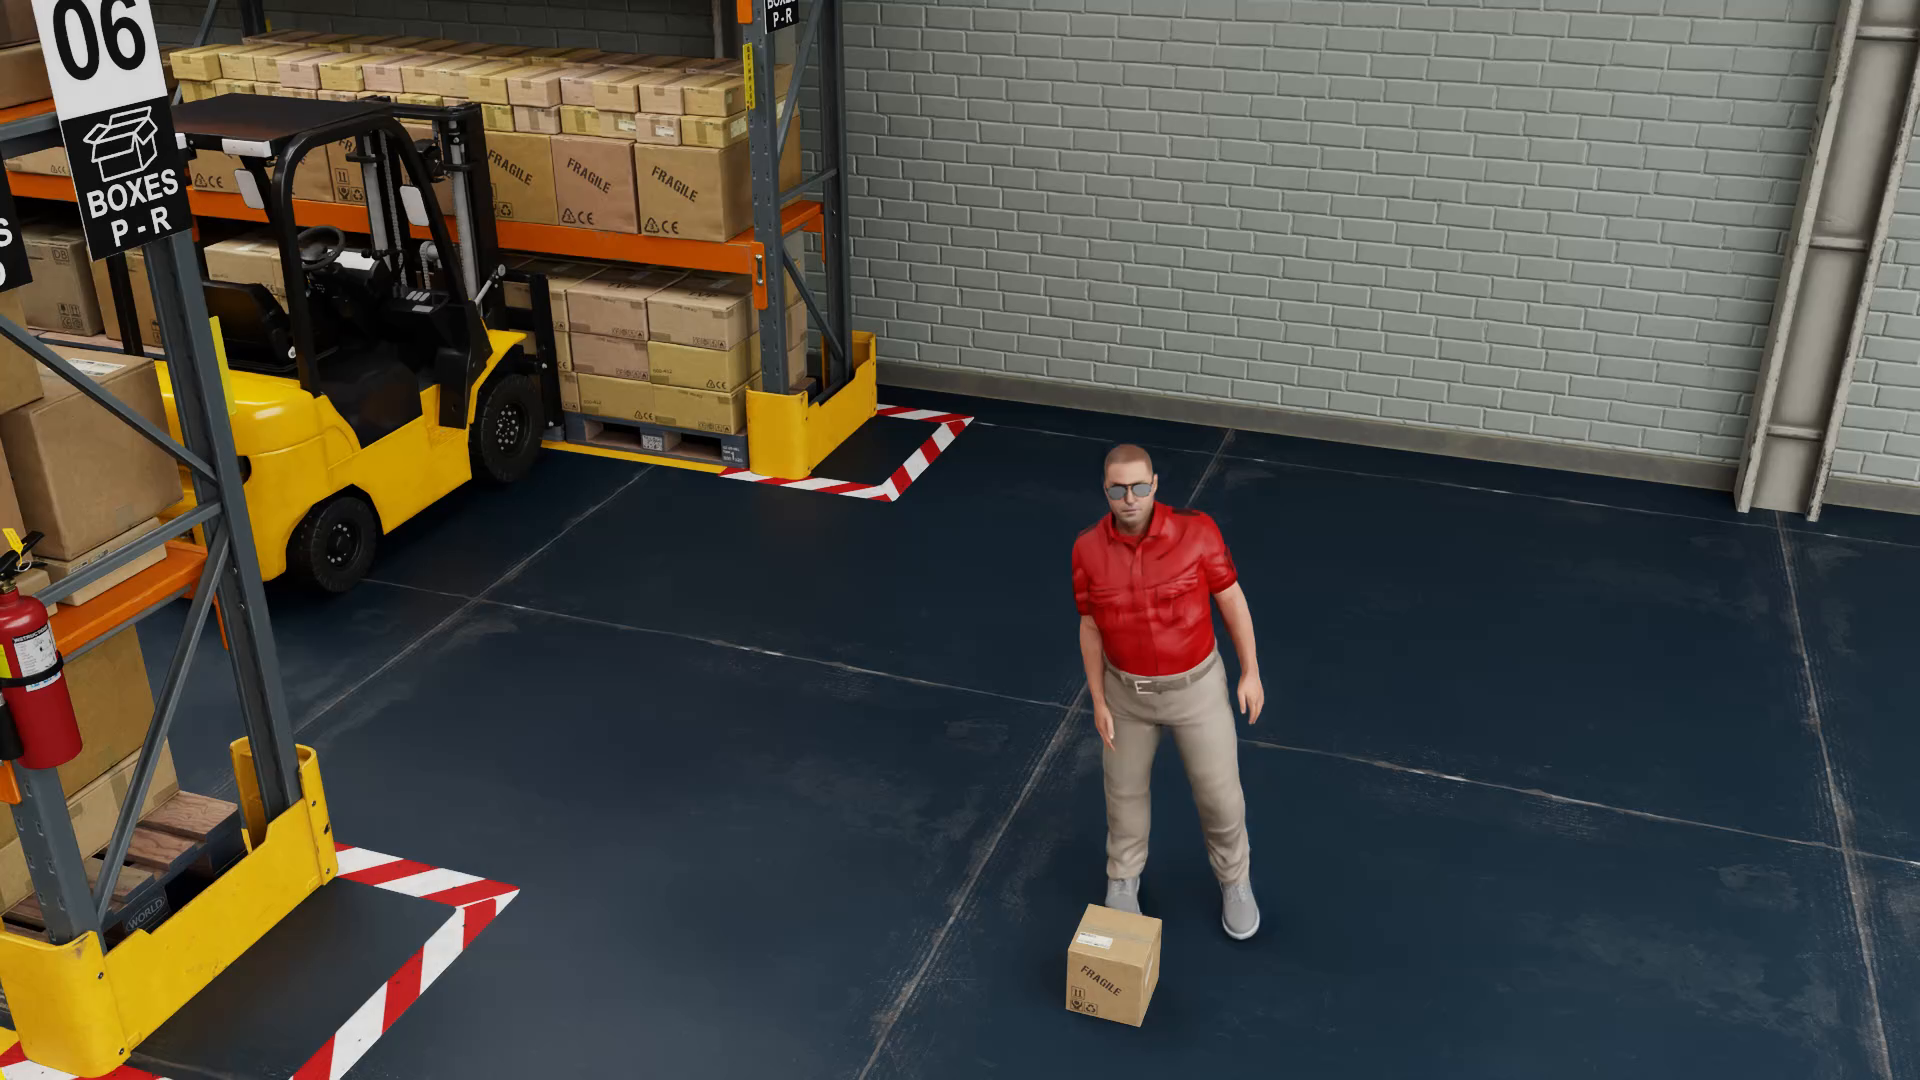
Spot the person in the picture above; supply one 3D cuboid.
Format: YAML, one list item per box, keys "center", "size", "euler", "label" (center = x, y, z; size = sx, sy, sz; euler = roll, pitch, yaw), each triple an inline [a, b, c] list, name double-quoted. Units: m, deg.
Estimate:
- center: [0.697, 0.522, 5.526]
  size: [0.698, 1.726, 0.390]
  euler: [9, 27, 19]
  label: "person"
